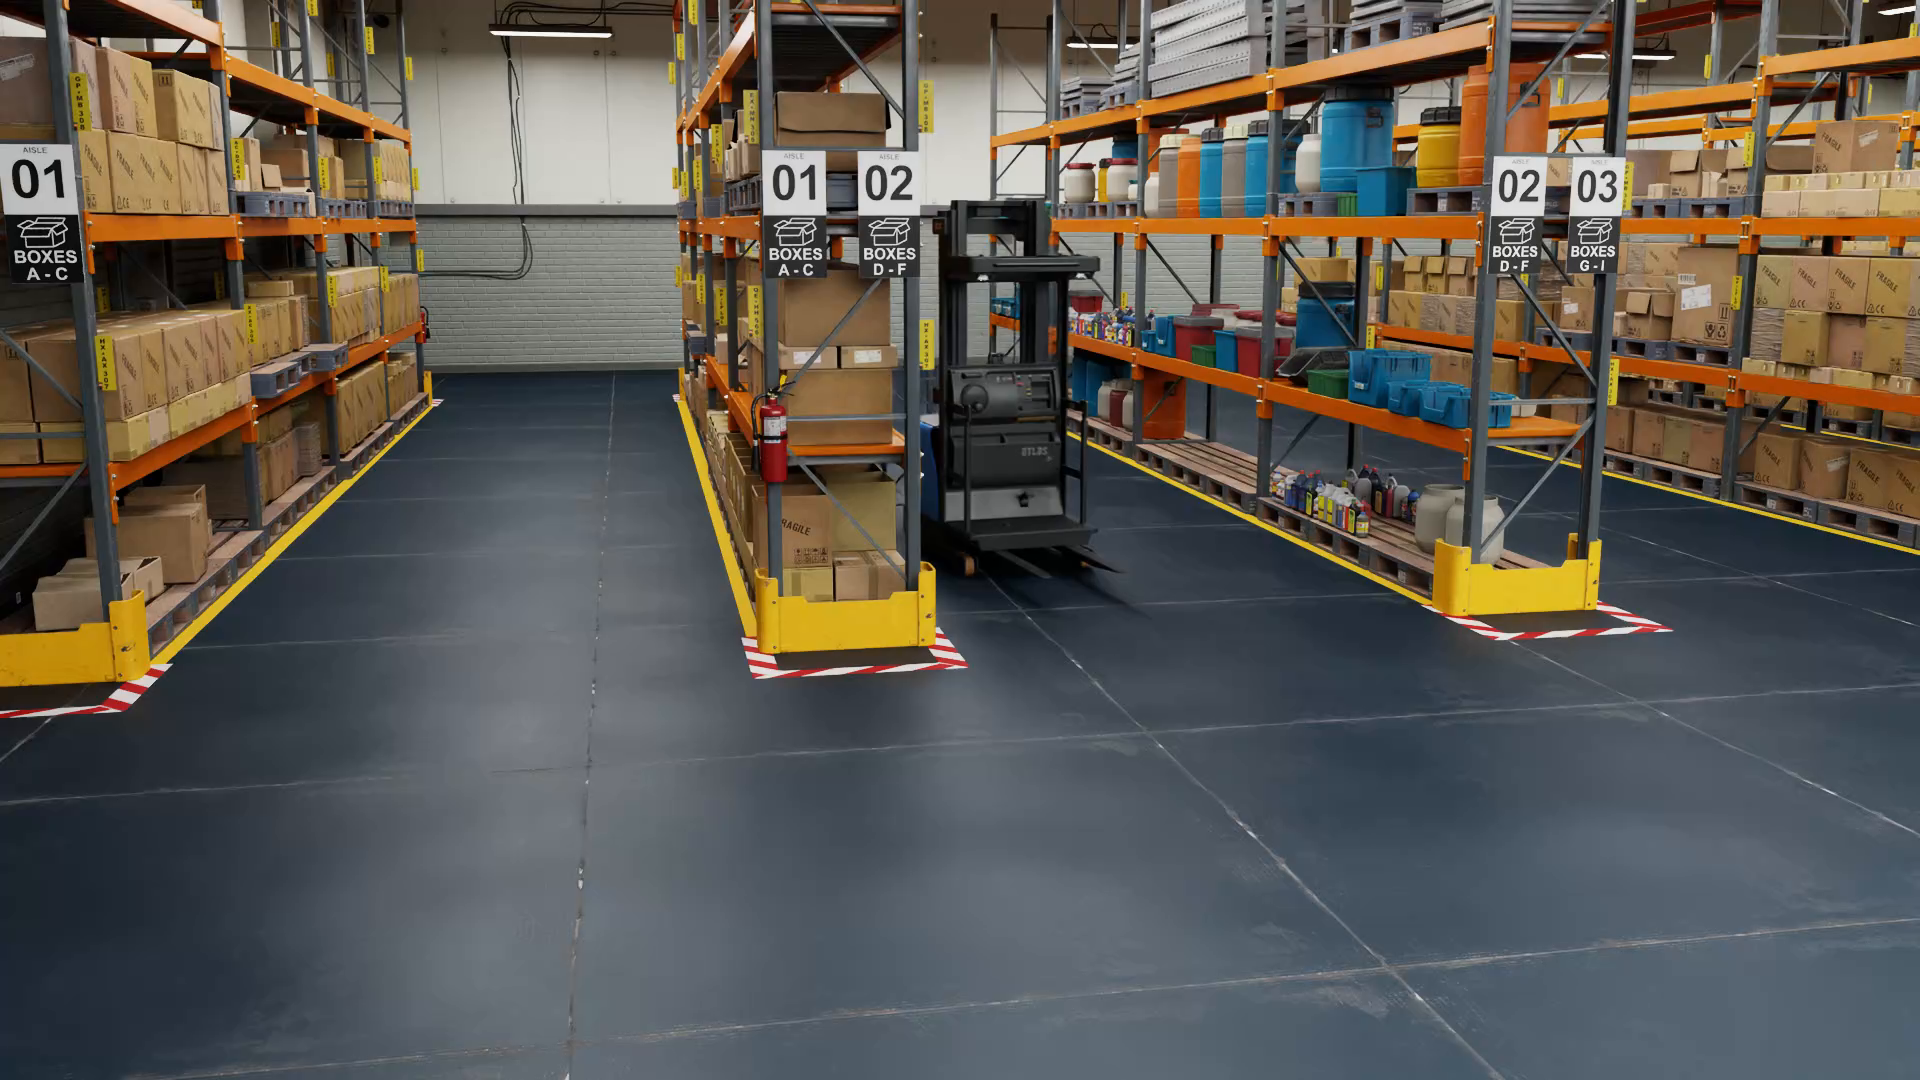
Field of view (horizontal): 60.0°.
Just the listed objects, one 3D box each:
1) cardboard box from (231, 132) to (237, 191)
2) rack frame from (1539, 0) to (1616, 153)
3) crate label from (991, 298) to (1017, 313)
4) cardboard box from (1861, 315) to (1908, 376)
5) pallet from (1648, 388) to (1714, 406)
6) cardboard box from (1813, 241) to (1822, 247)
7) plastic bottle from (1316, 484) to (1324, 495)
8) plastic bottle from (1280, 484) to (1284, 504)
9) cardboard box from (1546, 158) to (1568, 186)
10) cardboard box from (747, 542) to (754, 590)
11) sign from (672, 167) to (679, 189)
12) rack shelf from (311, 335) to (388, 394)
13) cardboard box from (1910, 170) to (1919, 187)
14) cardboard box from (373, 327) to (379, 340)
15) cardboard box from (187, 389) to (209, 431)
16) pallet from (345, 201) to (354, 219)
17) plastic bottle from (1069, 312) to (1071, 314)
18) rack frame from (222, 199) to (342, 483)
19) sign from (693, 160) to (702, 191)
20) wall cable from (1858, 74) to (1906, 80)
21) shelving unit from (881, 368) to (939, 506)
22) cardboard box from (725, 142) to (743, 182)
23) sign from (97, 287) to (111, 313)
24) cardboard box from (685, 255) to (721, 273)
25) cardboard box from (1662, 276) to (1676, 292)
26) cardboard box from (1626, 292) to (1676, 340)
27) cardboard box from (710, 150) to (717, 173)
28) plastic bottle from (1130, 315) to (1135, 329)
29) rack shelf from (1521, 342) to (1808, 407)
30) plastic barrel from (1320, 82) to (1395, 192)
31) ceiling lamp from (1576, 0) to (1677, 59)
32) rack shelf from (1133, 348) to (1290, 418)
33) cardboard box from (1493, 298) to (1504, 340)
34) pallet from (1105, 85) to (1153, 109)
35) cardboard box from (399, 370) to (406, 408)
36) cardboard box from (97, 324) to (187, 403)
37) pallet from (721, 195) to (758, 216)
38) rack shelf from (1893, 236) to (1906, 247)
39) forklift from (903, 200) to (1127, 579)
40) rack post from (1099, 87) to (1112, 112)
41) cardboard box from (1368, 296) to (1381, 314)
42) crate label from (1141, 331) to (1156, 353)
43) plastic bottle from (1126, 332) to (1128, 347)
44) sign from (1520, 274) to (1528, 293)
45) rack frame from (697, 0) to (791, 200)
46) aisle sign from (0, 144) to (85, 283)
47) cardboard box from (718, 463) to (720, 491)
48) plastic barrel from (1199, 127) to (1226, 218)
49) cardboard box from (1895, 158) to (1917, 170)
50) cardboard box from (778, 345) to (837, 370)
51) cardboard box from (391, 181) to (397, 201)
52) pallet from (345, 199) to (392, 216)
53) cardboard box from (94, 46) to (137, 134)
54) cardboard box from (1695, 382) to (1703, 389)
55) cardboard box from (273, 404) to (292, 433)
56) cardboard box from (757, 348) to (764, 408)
[{"bbox_3d":[-6.427,-3.175,13.940,0.500,0.500,0.500,-1,11,-3],"label":"cardboard box"},{"bbox_3d":[7.399,-5.564,19.860,1.000,3.000,0.127,-2,11,-11],"label":"rack frame"},{"bbox_3d":[0.710,-3.794,26.892,0.416,0.233,0.303,-2,11,-11],"label":"crate label"},{"bbox_3d":[8.520,-1.719,14.643,0.875,0.500,0.500,-2,11,-11],"label":"cardboard box"},{"bbox_3d":[11.341,-2.264,26.026,1.003,0.211,1.213,-2,11,-11],"label":"pallet"},{"bbox_3d":[15.362,-5.228,29.464,0.380,0.149,0.250,-2,11,-10],"label":"cardboard box"},{"bbox_3d":[3.171,-0.355,14.660,0.097,0.271,0.097,0,11,0],"label":"plastic bottle"},{"bbox_3d":[2.990,-0.432,15.254,0.097,0.201,0.097,0,11,0],"label":"plastic bottle"},{"bbox_3d":[7.238,-4.289,19.582,0.500,0.500,0.500,-2,11,-10],"label":"cardboard box"},{"bbox_3d":[-1.266,0.176,11.980,0.500,0.250,0.500,-2,11,-11],"label":"cardboard box"},{"bbox_3d":[-4.407,-5.607,25.774,0.100,0.325,0.005,-2,11,-11],"label":"sign"},{"bbox_3d":[-7.566,-2.089,19.576,1.077,0.370,4.000,-2,11,-11],"label":"rack shelf"},{"bbox_3d":[8.341,-3.075,14.144,0.380,0.149,0.250,-3,11,-14],"label":"cardboard box"},{"bbox_3d":[-7.539,-2.599,20.947,0.380,0.149,0.250,-2,11,-10],"label":"cardboard box"},{"bbox_3d":[-5.709,-0.927,11.893,0.500,0.250,0.500,-2,11,-10],"label":"cardboard box"},{"bbox_3d":[-7.575,-3.778,19.006,1.003,0.211,1.213,-2,11,-8],"label":"pallet"},{"bbox_3d":[1.501,-2.961,22.576,0.097,0.271,0.097,0,11,0],"label":"plastic bottle"},{"bbox_3d":[-7.177,-2.076,17.581,1.000,3.000,0.127,-2,11,-11],"label":"rack frame"},{"bbox_3d":[-2.851,-3.965,18.101,0.100,0.325,0.005,-2,11,-11],"label":"sign"},{"bbox_3d":[20.590,-11.386,35.577,2.988,3.039,0.133,-2,11,-11],"label":"wall cable"},{"bbox_3d":[-0.347,-0.887,15.347,0.538,1.500,1.048,-4,11,-18],"label":"shelving unit"},{"bbox_3d":[-1.596,-3.027,13.297,0.500,0.311,0.500,-3,11,-14],"label":"cardboard box"},{"bbox_3d":[-6.943,-1.890,13.509,0.100,0.325,0.005,-2,11,-11],"label":"sign"},{"bbox_3d":[-3.649,-3.800,23.700,0.500,0.500,0.500,-2,11,-11],"label":"cardboard box"},{"bbox_3d":[11.135,-3.786,25.500,0.500,0.500,0.500,-2,11,-11],"label":"cardboard box"},{"bbox_3d":[7.749,-2.454,18.170,0.797,0.503,0.637,-1,11,-5],"label":"cardboard box"},{"bbox_3d":[-2.809,-4.429,20.263,0.600,0.600,0.600,-3,11,-13],"label":"cardboard box"},{"bbox_3d":[2.278,-2.812,21.790,0.097,0.271,0.097,0,11,0],"label":"plastic bottle"},{"bbox_3d":[7.788,-1.896,18.561,1.077,0.370,4.000,-2,11,-11],"label":"rack shelf"},{"bbox_3d":[3.407,-3.442,14.274,0.600,0.901,0.708,-2,11,-11],"label":"plastic barrel"},{"bbox_3d":[12.664,-10.663,31.039,2.000,3.185,0.800,-2,11,-11],"label":"ceiling lamp"},{"bbox_3d":[2.930,-1.716,17.614,1.077,0.370,4.000,-2,11,-11],"label":"rack shelf"},{"bbox_3d":[6.969,-2.839,21.321,0.500,0.500,0.500,-2,11,-12],"label":"cardboard box"},{"bbox_3d":[2.431,-5.228,19.669,1.213,0.211,1.003,-2,11,-11],"label":"pallet"},{"bbox_3d":[-8.192,-2.115,23.350,0.700,0.500,0.500,-2,11,-10],"label":"cardboard box"},{"bbox_3d":[-5.600,-1.198,11.309,0.500,0.500,0.500,-2,11,-13],"label":"cardboard box"},{"bbox_3d":[-1.725,-3.064,15.262,0.805,0.209,1.217,-3,11,-13],"label":"pallet"},{"bbox_3d":[12.673,-3.532,19.130,1.077,0.370,4.000,-2,11,-11],"label":"rack shelf"},{"bbox_3d":[0.441,-1.235,13.345,1.130,2.935,3.031,-4,11,-18],"label":"forklift"},{"bbox_3d":[2.281,-5.505,20.888,0.937,0.300,0.954,-1,11,-5],"label":"rack post"},{"bbox_3d":[6.278,-3.494,24.637,0.500,0.250,0.500,-2,11,-12],"label":"cardboard box"},{"bbox_3d":[2.255,-2.263,19.012,0.303,0.233,0.416,-2,11,-11],"label":"crate label"},{"bbox_3d":[2.039,-2.419,19.916,0.097,0.201,0.097,0,11,0],"label":"plastic bottle"},{"bbox_3d":[6.855,-3.164,20.203,0.100,0.325,0.005,-2,11,-11],"label":"sign"},{"bbox_3d":[-2.319,-5.204,17.971,1.000,3.000,0.127,-2,11,-11],"label":"rack frame"},{"bbox_3d":[-5.313,-1.884,9.618,0.394,0.787,0.004,-2,11,-11],"label":"aisle sign"},{"bbox_3d":[-2.102,-0.631,16.220,0.500,0.250,0.500,-2,11,-10],"label":"cardboard box"},{"bbox_3d":[2.753,-3.748,17.002,0.600,0.901,0.708,-2,11,-11],"label":"plastic barrel"},{"bbox_3d":[11.951,-4.742,21.250,0.396,0.266,0.258,-2,11,-11],"label":"cardboard box"},{"bbox_3d":[-1.024,-1.221,11.084,0.380,0.149,0.250,-2,11,-12],"label":"cardboard box"},{"bbox_3d":[-8.023,-4.789,22.824,0.500,0.250,0.500,-2,11,-13],"label":"cardboard box"},{"bbox_3d":[-8.104,-4.390,21.954,1.003,0.211,1.213,-2,11,-11],"label":"pallet"},{"bbox_3d":[-5.506,-2.806,10.398,0.500,0.500,0.500,-2,11,-12],"label":"cardboard box"},{"bbox_3d":[11.699,-2.445,26.021,0.380,0.149,0.250,-2,11,-9],"label":"cardboard box"},{"bbox_3d":[-6.936,-1.196,16.459,0.500,0.250,0.500,-2,11,-10],"label":"cardboard box"},{"bbox_3d":[-1.245,-1.303,13.250,0.700,0.500,0.500,-2,11,-10],"label":"cardboard box"}]
